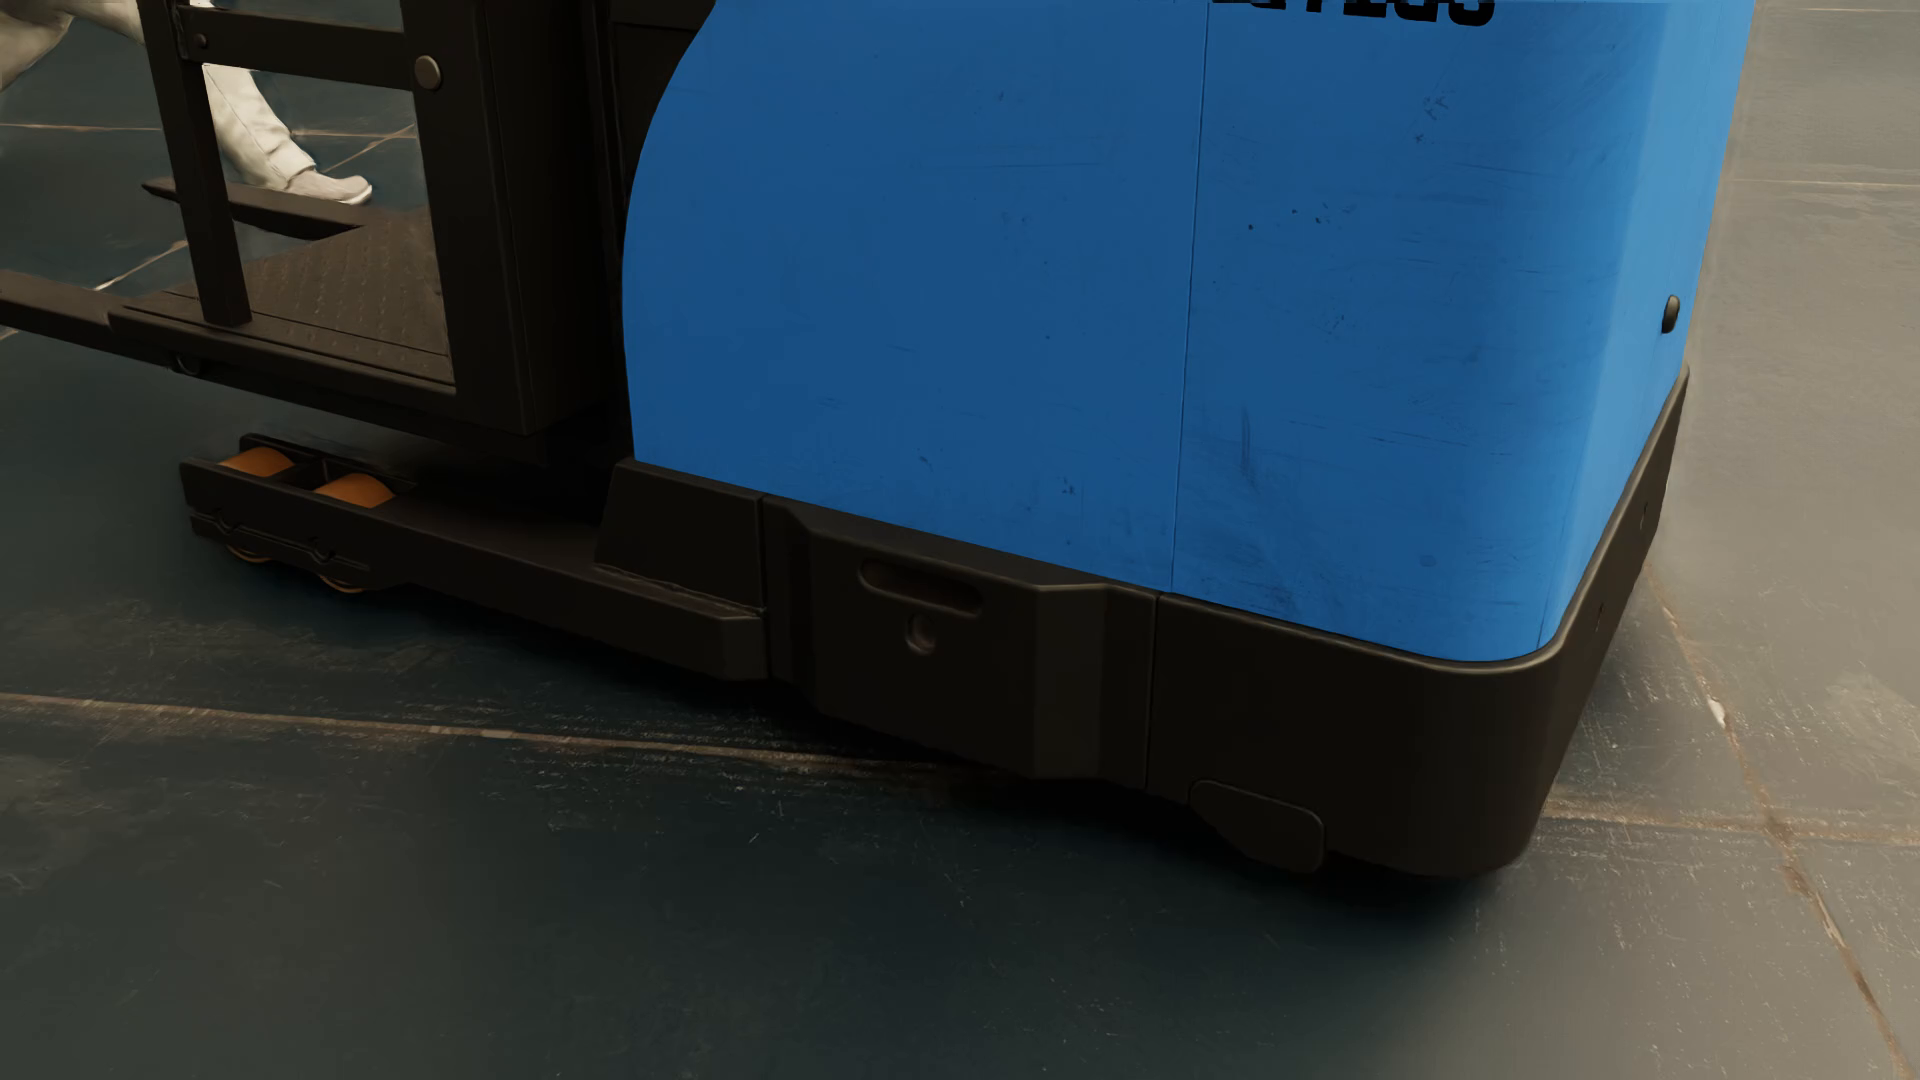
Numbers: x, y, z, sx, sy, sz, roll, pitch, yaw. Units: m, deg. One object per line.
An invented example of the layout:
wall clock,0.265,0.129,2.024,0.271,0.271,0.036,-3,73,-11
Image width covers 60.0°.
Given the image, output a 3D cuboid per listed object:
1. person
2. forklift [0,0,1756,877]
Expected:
person,-2.164,-1.579,4.034,0.819,1.455,1.253,-22,34,-37
forklift,-0.537,-1.426,2.074,3.031,2.935,1.130,14,30,26
